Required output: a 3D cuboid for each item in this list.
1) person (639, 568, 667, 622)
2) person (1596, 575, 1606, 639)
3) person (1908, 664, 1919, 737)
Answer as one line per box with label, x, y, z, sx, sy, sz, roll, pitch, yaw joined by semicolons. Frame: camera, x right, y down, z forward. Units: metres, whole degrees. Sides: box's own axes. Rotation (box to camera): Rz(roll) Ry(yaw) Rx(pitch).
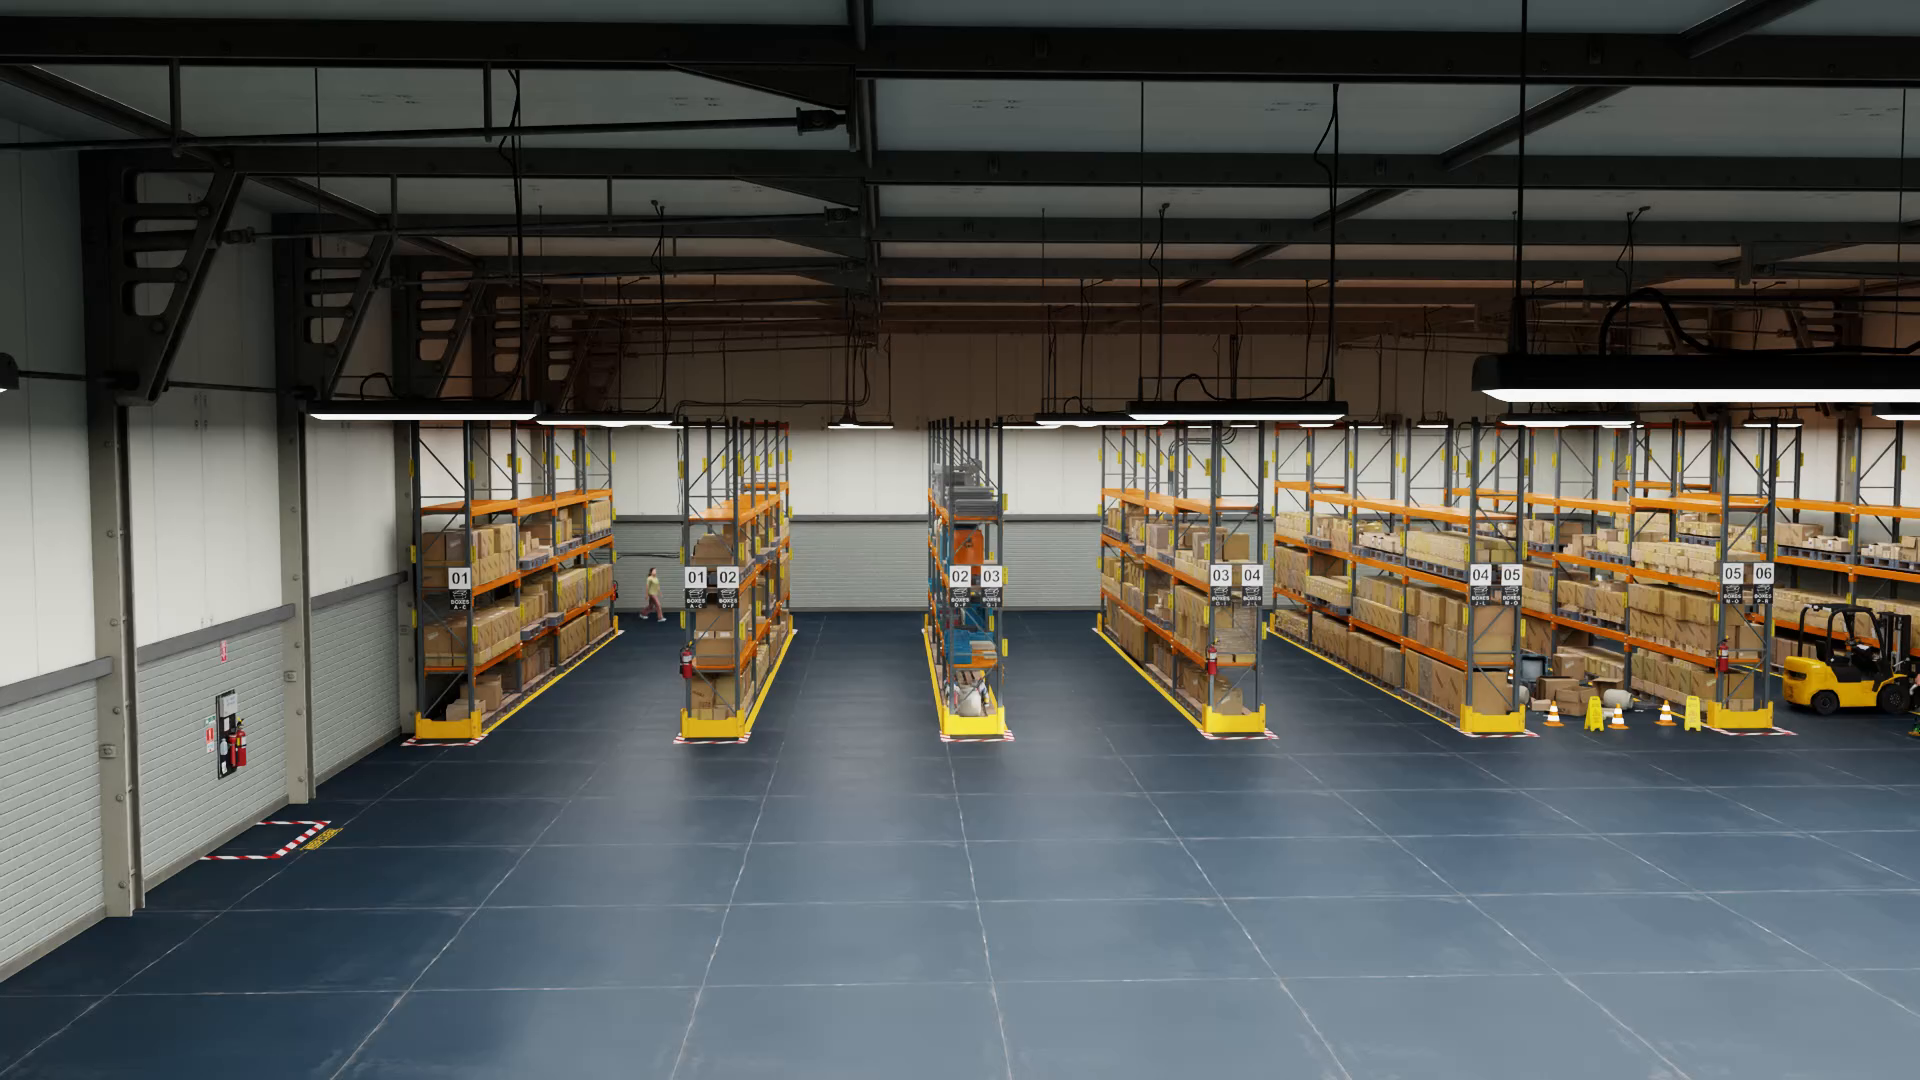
person;-9.235;1.638;49.988;1.034;1.626;0.449;1;4;20
person;17.530;1.881;45.697;0.564;1.838;0.553;-2;4;-24
person;18.212;2.807;31.227;1.015;1.759;0.591;-1;4;-8
